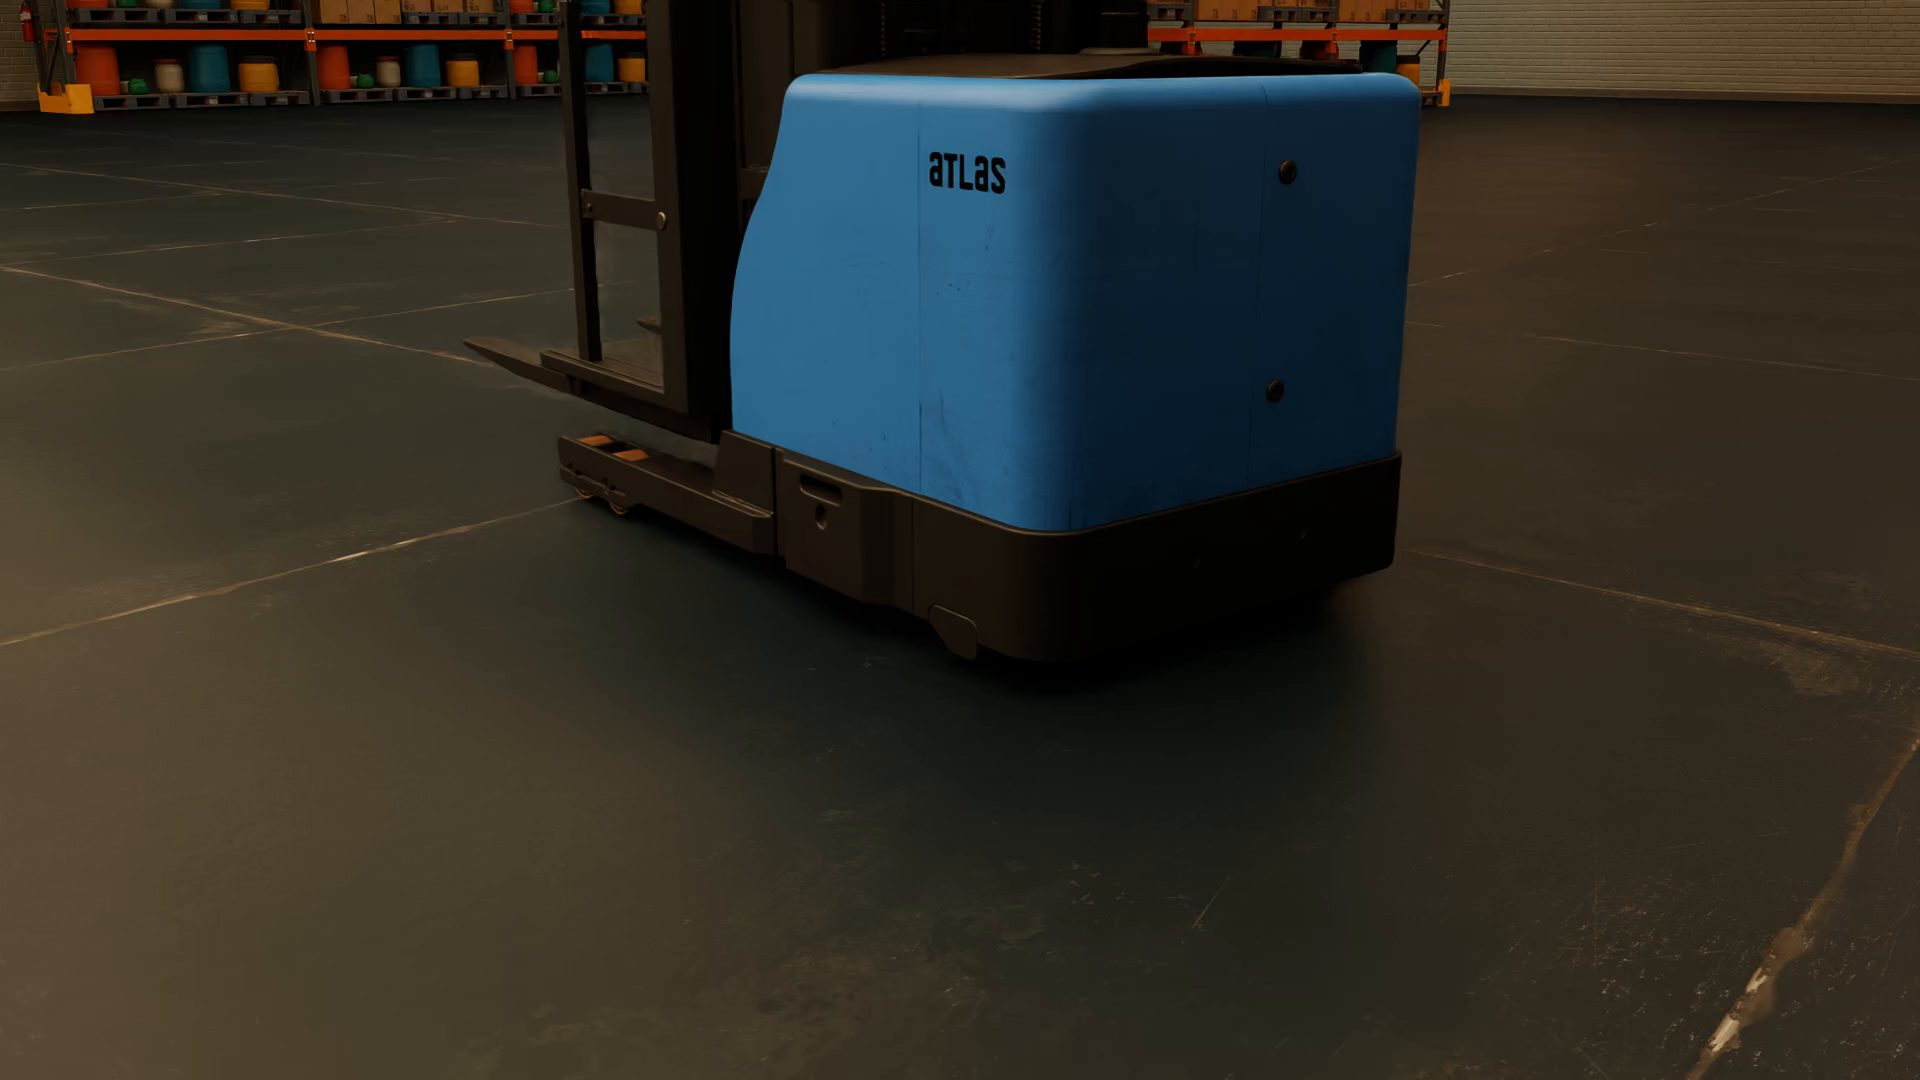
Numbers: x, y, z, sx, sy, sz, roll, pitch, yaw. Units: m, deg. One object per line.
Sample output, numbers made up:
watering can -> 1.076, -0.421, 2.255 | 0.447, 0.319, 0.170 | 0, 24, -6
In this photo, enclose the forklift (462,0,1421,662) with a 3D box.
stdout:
forklift -> -0.380, -1.541, 3.973 | 1.130, 2.935, 3.031 | -13, 21, -36
